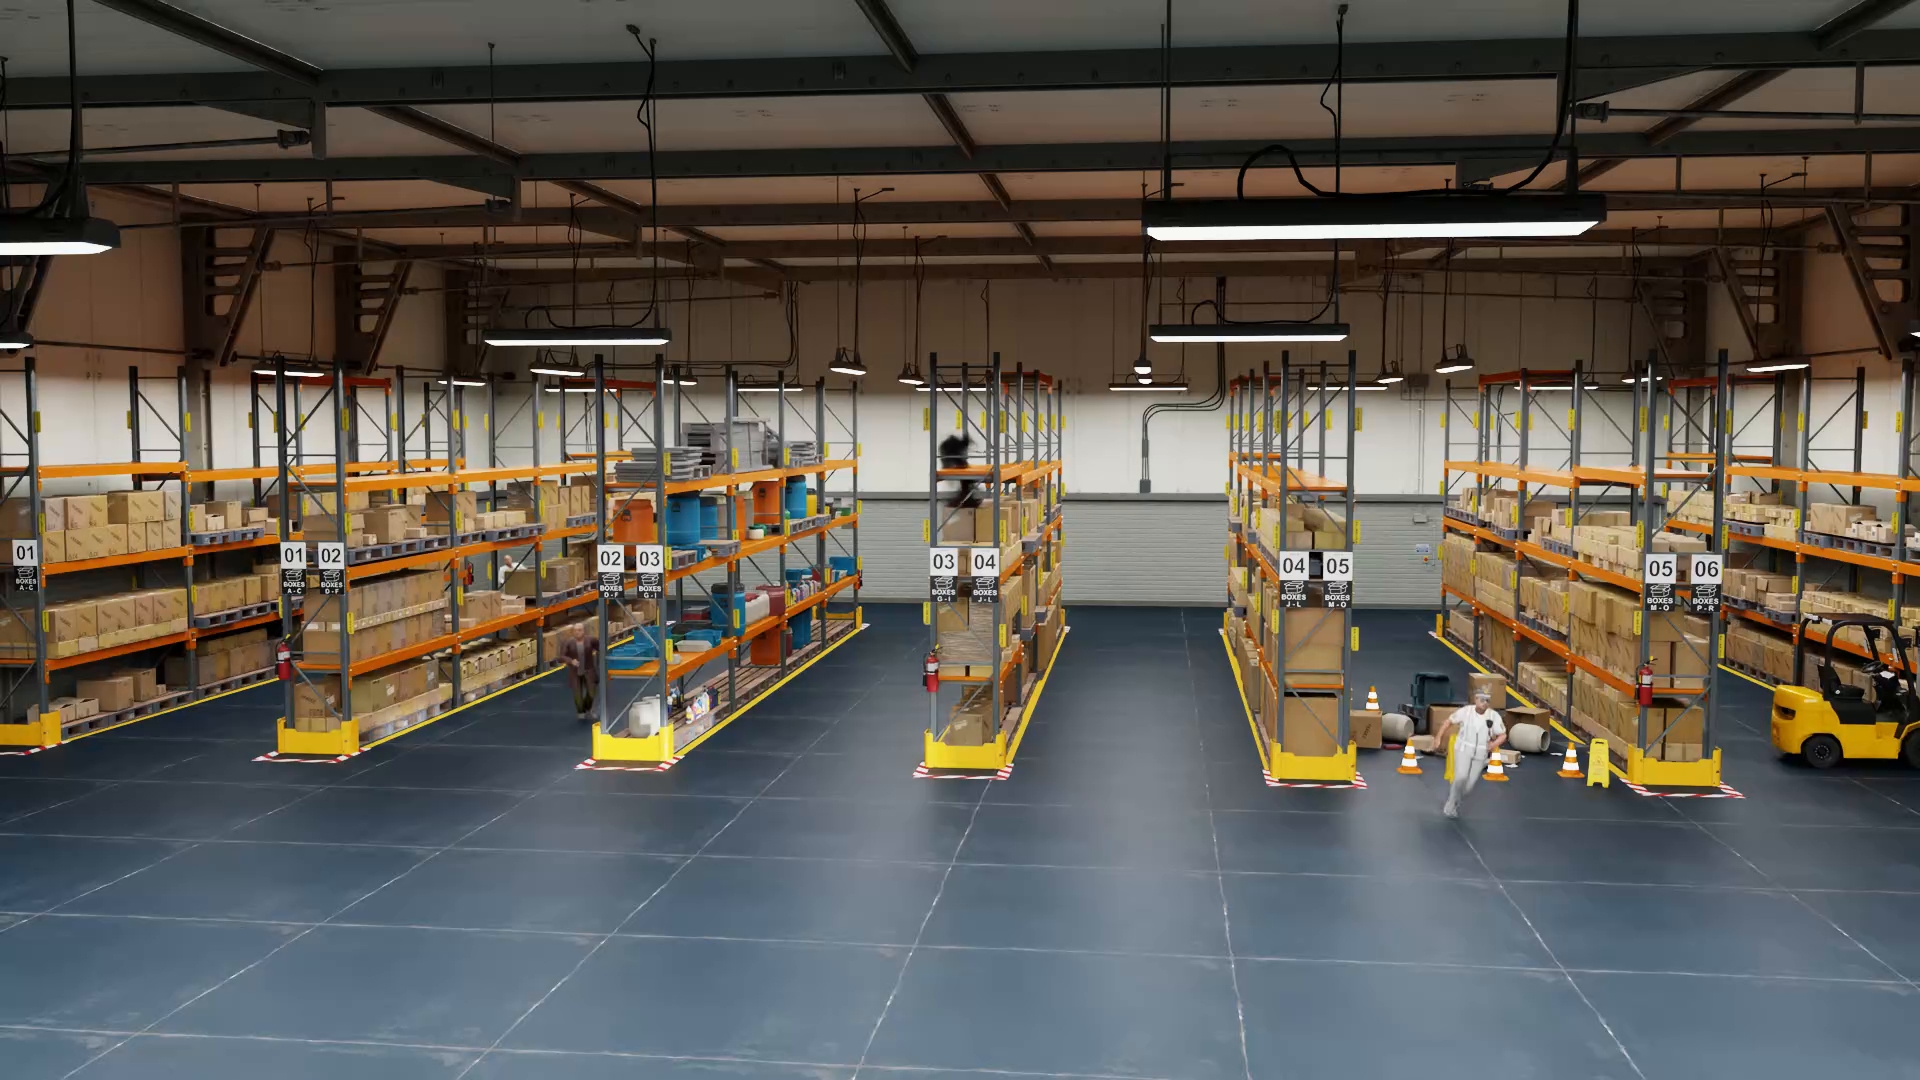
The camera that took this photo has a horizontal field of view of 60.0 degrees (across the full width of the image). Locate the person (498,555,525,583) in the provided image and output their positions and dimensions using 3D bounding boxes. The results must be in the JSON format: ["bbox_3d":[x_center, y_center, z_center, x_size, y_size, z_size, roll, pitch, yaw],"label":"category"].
[{"bbox_3d":[-11.062,1.224,41.386,0.852,1.710,0.737,-2,4,-21],"label":"person"}]

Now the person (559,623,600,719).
[{"bbox_3d":[-6.299,2.200,27.708,0.716,1.670,0.924,-1,4,-12],"label":"person"}]

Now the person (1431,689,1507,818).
[{"bbox_3d":[6.452,2.698,20.973,0.841,1.682,0.715,0,4,0],"label":"person"}]
